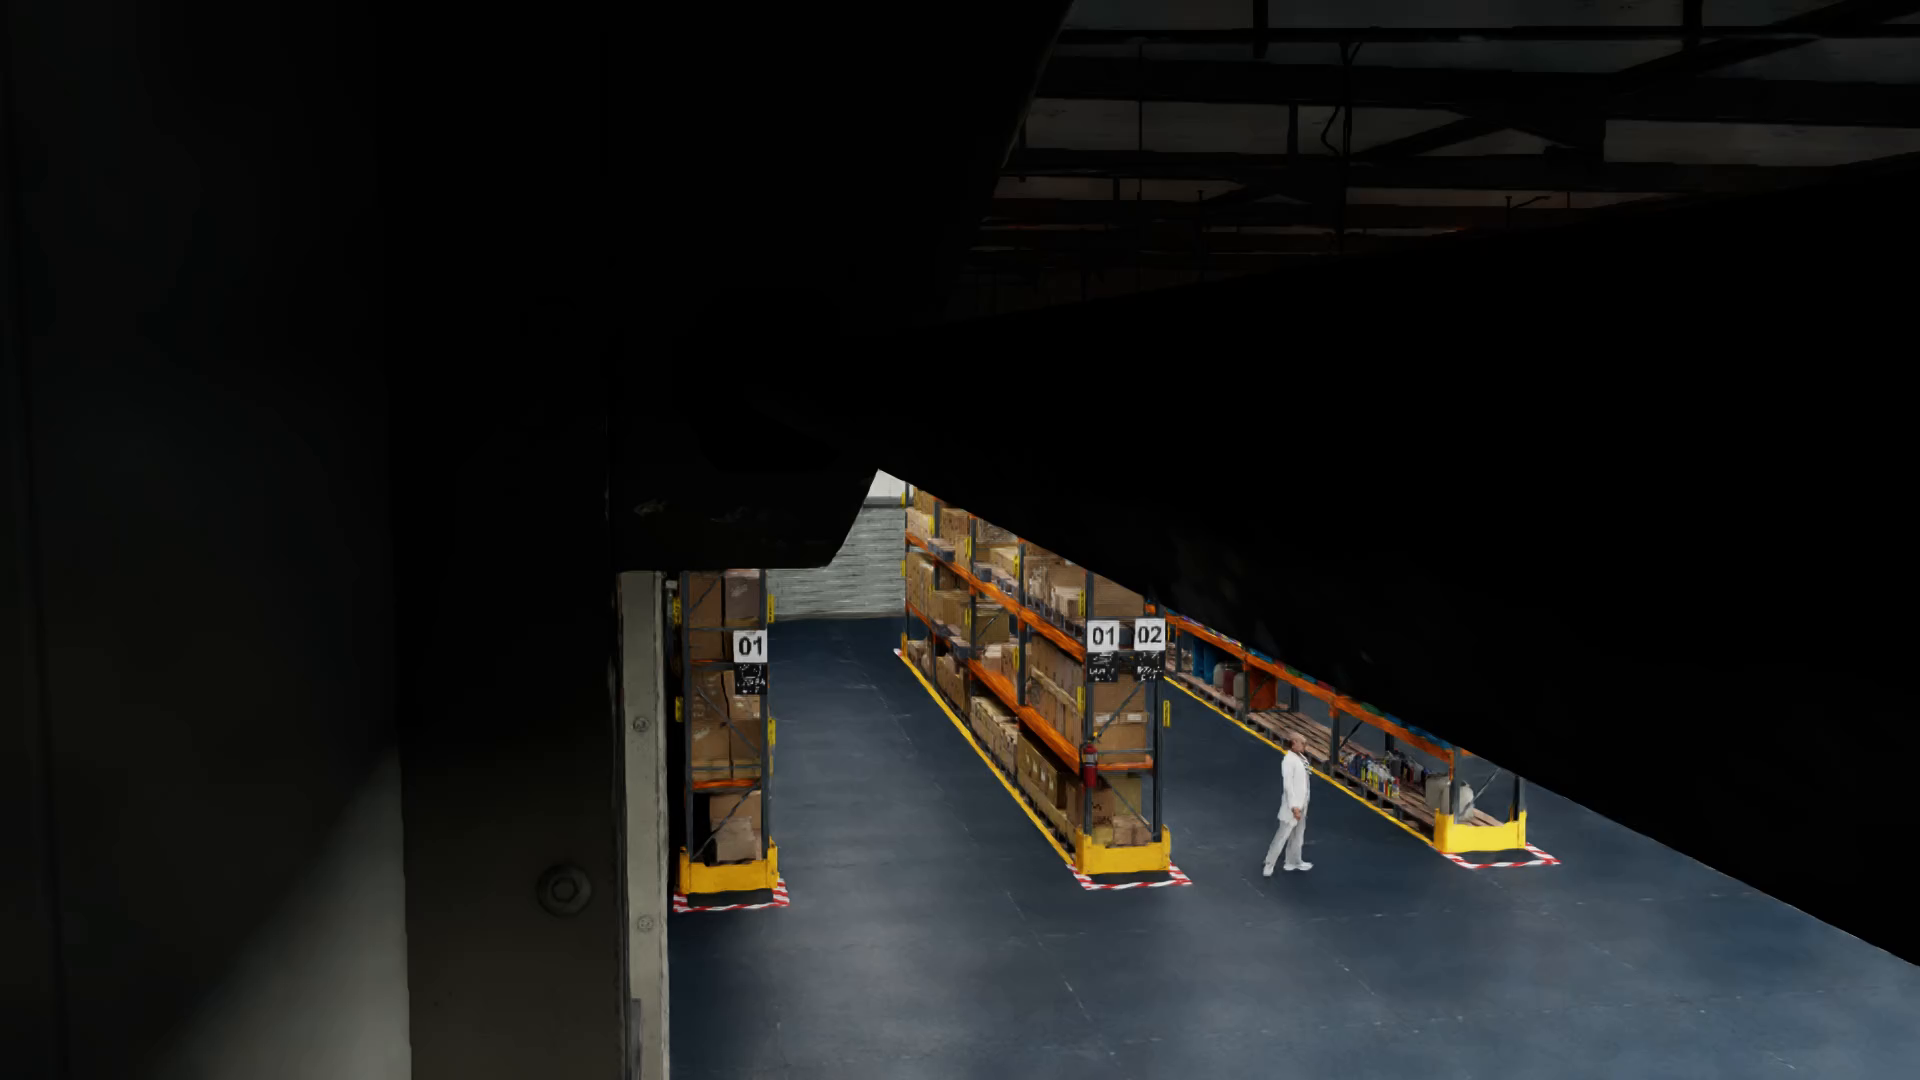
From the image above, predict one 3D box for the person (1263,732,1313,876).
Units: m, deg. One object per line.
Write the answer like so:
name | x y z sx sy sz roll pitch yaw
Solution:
person | 4.097 3.297 20.800 0.508 1.773 0.760 4 7 33
